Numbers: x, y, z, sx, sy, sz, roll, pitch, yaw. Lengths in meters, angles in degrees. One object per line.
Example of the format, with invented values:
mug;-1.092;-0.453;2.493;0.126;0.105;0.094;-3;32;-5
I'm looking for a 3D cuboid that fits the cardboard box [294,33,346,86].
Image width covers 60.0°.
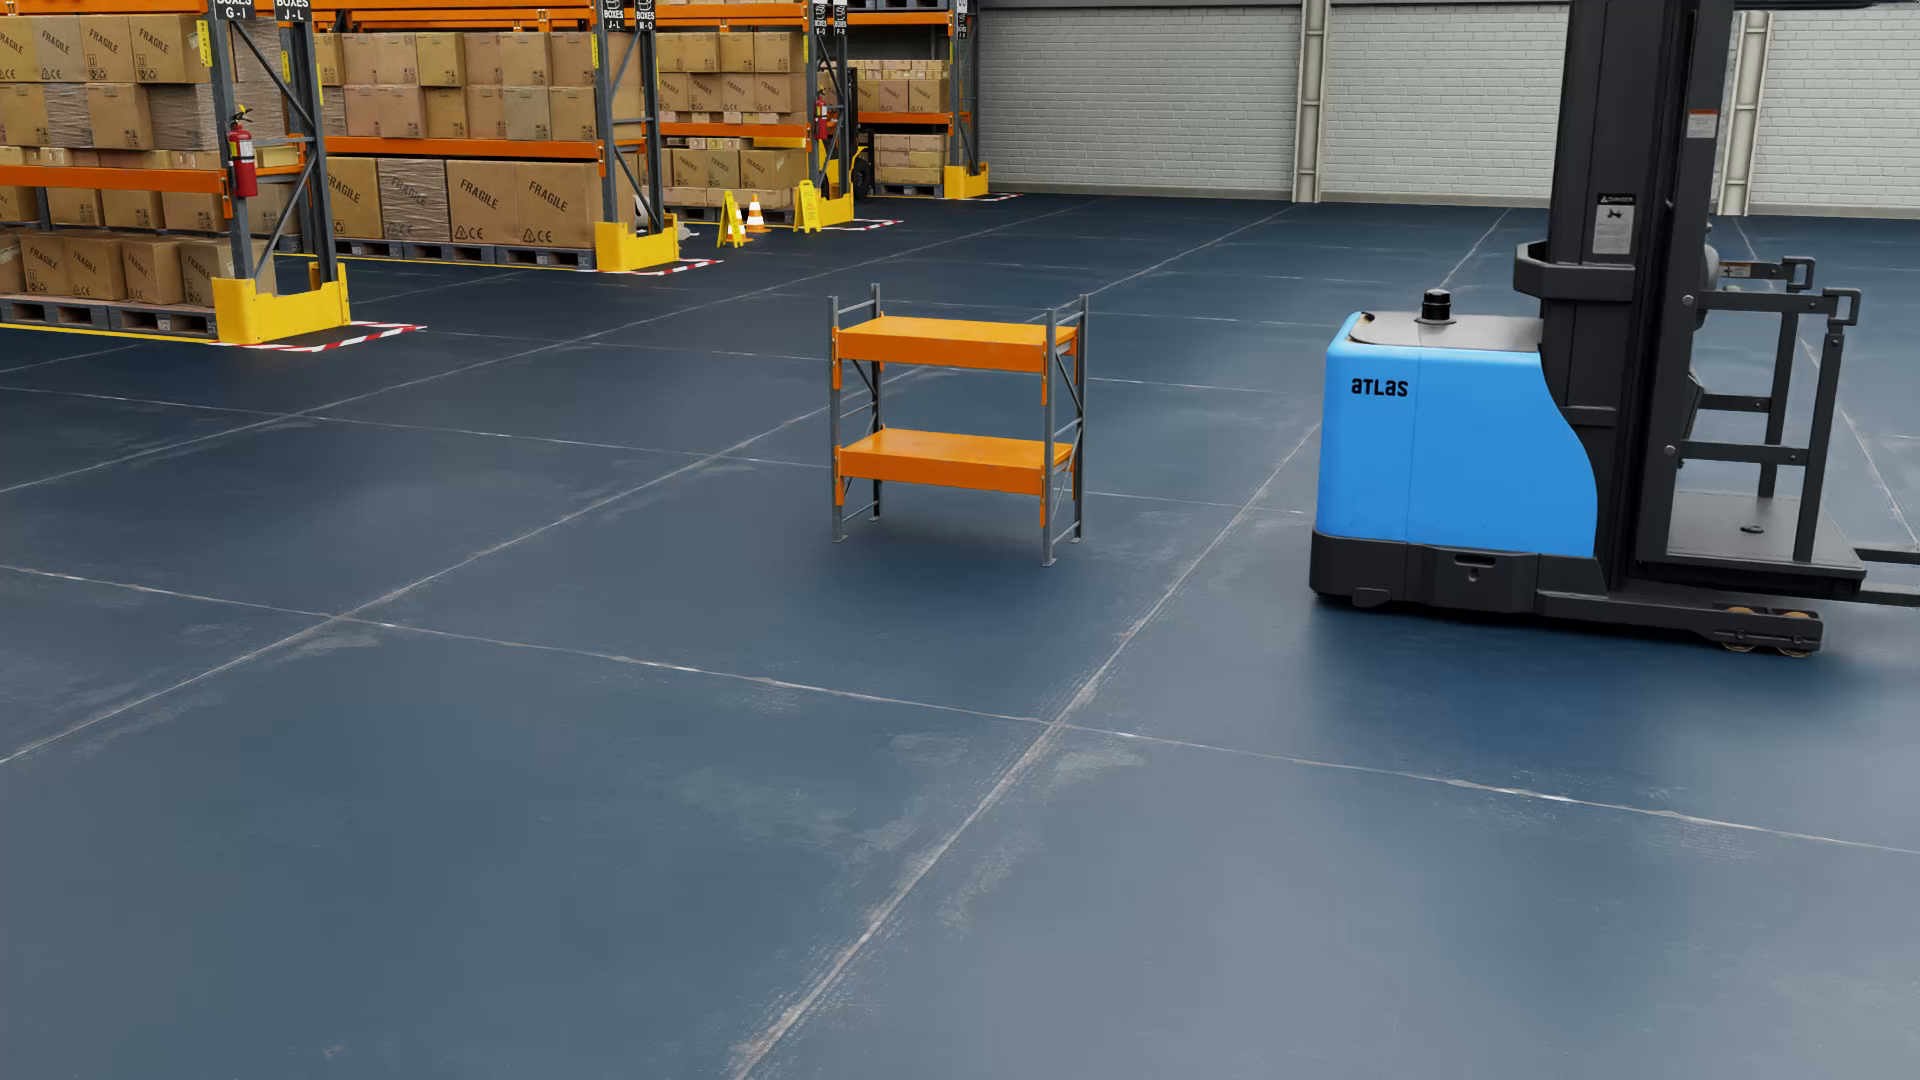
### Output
cardboard box;-6.851;-5.341;18.485;0.550;0.550;0.875;6;17;21

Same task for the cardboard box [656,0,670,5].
cardboard box;-3.823;-7.157;22.018;0.250;0.149;0.380;6;17;21

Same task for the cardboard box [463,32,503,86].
cardboard box;-4.808;-5.151;17.832;0.550;0.550;0.875;6;17;21

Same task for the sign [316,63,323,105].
sign;-5.176;-3.668;13.377;0.005;0.325;0.100;6;17;21

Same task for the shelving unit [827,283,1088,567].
shelving unit;-0.006;-0.541;7.519;1.048;1.125;0.538;6;17;21

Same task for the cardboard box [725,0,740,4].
cardboard box;-2.862;-7.062;21.690;0.250;0.149;0.380;6;17;21

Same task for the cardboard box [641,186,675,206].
cardboard box;-4.014;-4.737;22.788;0.500;0.250;0.500;6;17;20

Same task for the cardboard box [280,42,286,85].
cardboard box;-7.646;-5.375;18.834;0.500;0.500;0.700;6;17;20

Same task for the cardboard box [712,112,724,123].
cardboard box;-3.109;-5.654;22.221;0.250;0.149;0.380;7;17;21

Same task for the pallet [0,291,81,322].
pallet;-8.458;-2.122;14.606;1.213;0.211;1.003;6;17;21

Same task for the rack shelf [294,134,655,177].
rack shelf;-5.321;-4.247;18.213;4.000;0.370;1.077;6;17;21

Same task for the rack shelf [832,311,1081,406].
rack shelf;-0.006;-0.822;7.438;1.000;0.278;0.538;6;17;21

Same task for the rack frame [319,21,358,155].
rack frame;-9.180;-6.500;24.685;0.127;3.000;1.000;6;17;21

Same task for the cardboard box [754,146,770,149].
cardboard box;-2.898;-5.132;22.805;0.500;0.500;0.500;6;17;19

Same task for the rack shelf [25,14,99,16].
rack shelf;-14.762;-8.209;26.481;4.000;0.370;1.077;6;17;21

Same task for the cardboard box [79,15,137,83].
cardboard box;-6.444;-3.825;12.962;0.500;0.500;0.500;6;17;21

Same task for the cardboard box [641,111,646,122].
cardboard box;-4.098;-5.722;22.454;0.250;0.149;0.380;6;17;21

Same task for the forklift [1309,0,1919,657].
forklift;2.995;-1.138;6.336;3.031;2.935;1.130;5;17;17

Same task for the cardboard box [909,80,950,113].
cardboard box;-0.475;-7.000;26.226;0.500;0.500;0.500;6;17;19

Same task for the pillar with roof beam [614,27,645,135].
pillar with roof beam;-7.399;-9.653;24.784;0.400;9.000;9.100;6;17;21

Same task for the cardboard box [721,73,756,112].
cardboard box;-2.808;-5.909;21.936;0.500;0.500;0.500;6;17;21

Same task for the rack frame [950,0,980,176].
rack frame;0.079;-6.970;26.301;0.127;3.000;1.000;6;17;21

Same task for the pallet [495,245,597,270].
pallet;-4.233;-3.110;18.009;1.213;0.211;1.003;6;17;21

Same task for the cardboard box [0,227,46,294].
cardboard box;-8.203;-2.414;14.340;0.500;0.500;0.500;13;21;38

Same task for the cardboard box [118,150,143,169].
cardboard box;-6.426;-3.034;13.196;0.250;0.149;0.380;6;17;21

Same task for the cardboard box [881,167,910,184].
cardboard box;-0.933;-5.870;26.693;0.500;0.250;0.500;6;17;21

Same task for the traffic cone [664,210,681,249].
traffic cone;-3.434;-3.592;19.217;0.334;0.463;0.336;6;17;21

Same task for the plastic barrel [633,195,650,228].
plastic barrel;-4.215;-4.263;21.600;0.512;0.421;0.421;-9;18;-27

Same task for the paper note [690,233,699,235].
paper note;-3.348;-3.837;20.834;0.142;0.019;0.148;0;16;1

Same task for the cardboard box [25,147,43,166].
cardboard box;-7.356;-3.137;13.548;0.250;0.149;0.380;6;17;21

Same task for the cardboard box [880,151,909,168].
cardboard box;-0.951;-6.114;26.635;0.500;0.250;0.500;6;17;20

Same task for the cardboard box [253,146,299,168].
cardboard box;-5.552;-3.082;13.361;0.250;0.149;0.380;6;17;21

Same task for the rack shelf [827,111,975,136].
rack shelf;-1.781;-6.829;27.106;4.000;0.370;1.077;6;17;21

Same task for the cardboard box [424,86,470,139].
cardboard box;-5.325;-4.670;18.111;0.500;0.550;0.875;6;17;21

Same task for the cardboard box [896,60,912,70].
cardboard box;-0.825;-7.491;26.221;0.250;0.149;0.380;7;17;22

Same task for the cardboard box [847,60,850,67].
cardboard box;-1.760;-7.610;26.629;0.250;0.149;0.380;7;17;21

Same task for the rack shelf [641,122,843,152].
rack shelf;-3.599;-5.541;22.671;4.000;0.370;1.077;6;17;21

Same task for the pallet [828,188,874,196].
pallet;-1.778;-5.823;27.354;1.213;0.211;1.003;6;17;21

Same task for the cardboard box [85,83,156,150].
cardboard box;-6.385;-3.386;13.244;0.500;0.500;0.875;6;17;21

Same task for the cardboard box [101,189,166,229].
cardboard box;-9.555;-4.153;19.882;0.750;0.750;1.050;7;17;21

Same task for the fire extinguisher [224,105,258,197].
fire extinguisher;-5.437;-2.943;12.571;0.183;0.674;0.296;6;17;21

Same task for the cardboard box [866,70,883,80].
cardboard box;-1.306;-7.396;26.428;0.250;0.149;0.380;6;17;19

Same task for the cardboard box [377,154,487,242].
cardboard box;-5.782;-3.805;18.457;0.875;0.875;0.875;6;17;21

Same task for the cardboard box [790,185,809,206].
cardboard box;-2.387;-4.717;22.722;0.500;0.250;0.500;6;17;20

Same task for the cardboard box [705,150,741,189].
cardboard box;-3.066;-4.990;22.316;0.500;0.500;0.500;7;18;23

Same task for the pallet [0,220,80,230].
pallet;-11.629;-3.947;20.892;1.213;0.211;1.003;6;17;21

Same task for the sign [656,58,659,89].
sign;-3.251;-4.985;17.770;0.005;0.325;0.100;6;17;21

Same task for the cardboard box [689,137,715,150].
cardboard box;-3.423;-5.323;22.300;0.250;0.149;0.380;7;18;23

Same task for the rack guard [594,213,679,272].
rack guard;-3.438;-3.185;17.748;0.348;0.500;1.175;6;17;21

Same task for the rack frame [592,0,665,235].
rack frame;-3.461;-4.388;17.408;0.127;3.000;1.000;6;17;21

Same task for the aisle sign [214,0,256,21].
aisle sign;-5.427;-4.276;12.360;0.004;0.787;0.394;6;17;21

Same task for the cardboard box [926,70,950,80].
cardboard box;-0.346;-7.292;26.069;0.250;0.149;0.380;7;17;21

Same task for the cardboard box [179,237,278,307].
cardboard box;-5.949;-2.181;13.537;0.500;0.500;0.500;10;19;31

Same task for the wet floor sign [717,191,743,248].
wet floor sign;-2.707;-3.768;19.495;0.232;0.644;0.267;3;17;11

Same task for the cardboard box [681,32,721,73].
cardboard box;-3.274;-6.428;21.929;0.500;0.500;0.700;6;17;20

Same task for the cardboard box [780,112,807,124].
cardboard box;-2.165;-5.544;21.841;0.250;0.149;0.380;7;18;22
